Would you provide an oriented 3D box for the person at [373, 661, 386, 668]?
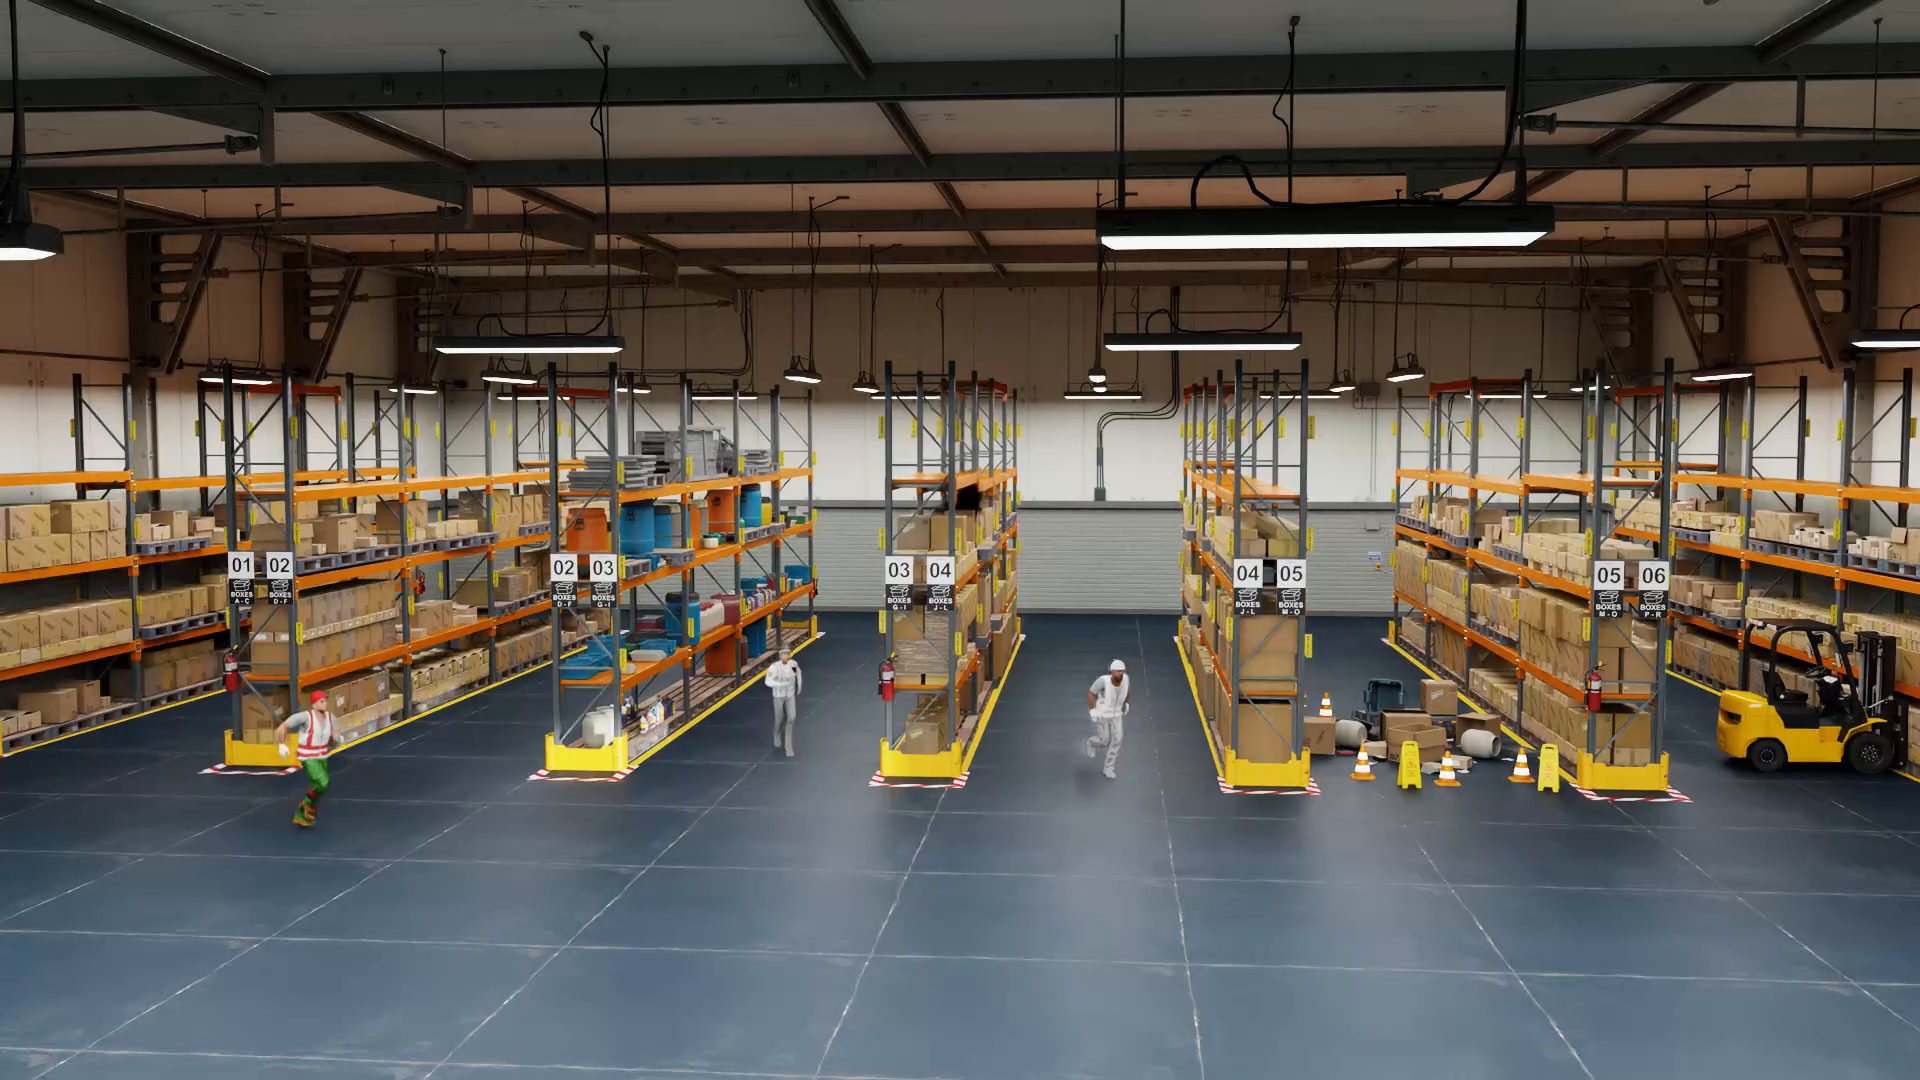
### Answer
[{"bbox_3d":[-11.587,1.997,33.123,0.600,1.673,0.802,0,4,0],"label":"person"}]

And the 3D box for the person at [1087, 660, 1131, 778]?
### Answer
[{"bbox_3d":[2.145,2.575,24.256,0.681,1.721,0.903,-2,4,-30],"label":"person"}]

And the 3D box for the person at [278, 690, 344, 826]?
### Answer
[{"bbox_3d":[-8.076,2.735,20.848,0.738,1.703,0.708,2,4,30],"label":"person"}]

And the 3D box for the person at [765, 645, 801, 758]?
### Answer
[{"bbox_3d":[-2.744,2.468,25.849,0.637,1.731,0.876,-2,4,-23],"label":"person"}]
